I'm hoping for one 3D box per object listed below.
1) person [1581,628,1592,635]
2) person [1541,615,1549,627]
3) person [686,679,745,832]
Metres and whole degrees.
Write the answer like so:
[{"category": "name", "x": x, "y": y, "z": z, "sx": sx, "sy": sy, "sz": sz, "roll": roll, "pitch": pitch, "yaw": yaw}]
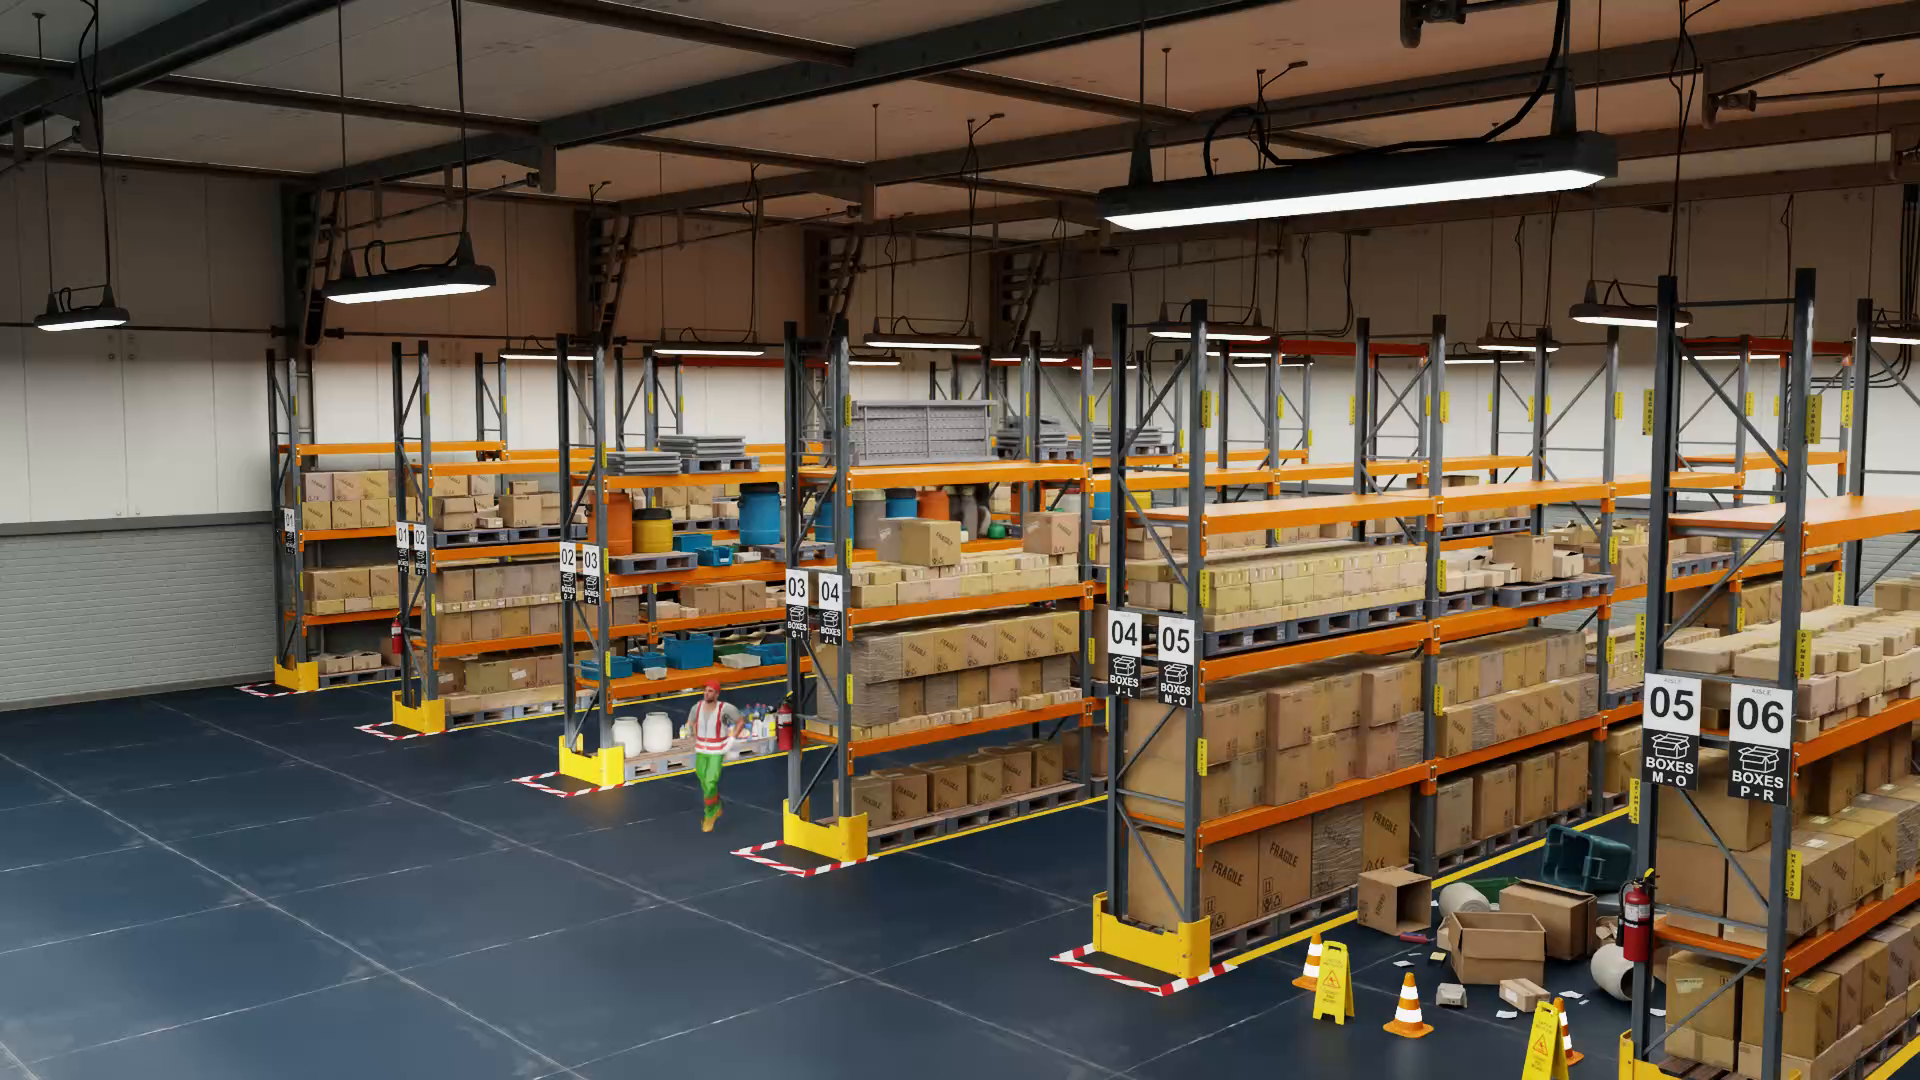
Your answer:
[{"category": "person", "x": 9.257, "y": 2.185, "z": 24.640, "sx": 0.777, "sy": 1.784, "sz": 0.638, "roll": -4, "pitch": 7, "yaw": -42}, {"category": "person", "x": 10.969, "y": 1.582, "z": 31.728, "sx": 0.620, "sy": 1.700, "sz": 0.737, "roll": -1, "pitch": 5, "yaw": -17}, {"category": "person", "x": -2.964, "y": 2.571, "z": 19.848, "sx": 0.665, "sy": 1.847, "sz": 0.695, "roll": 2, "pitch": 5, "yaw": 22}]
